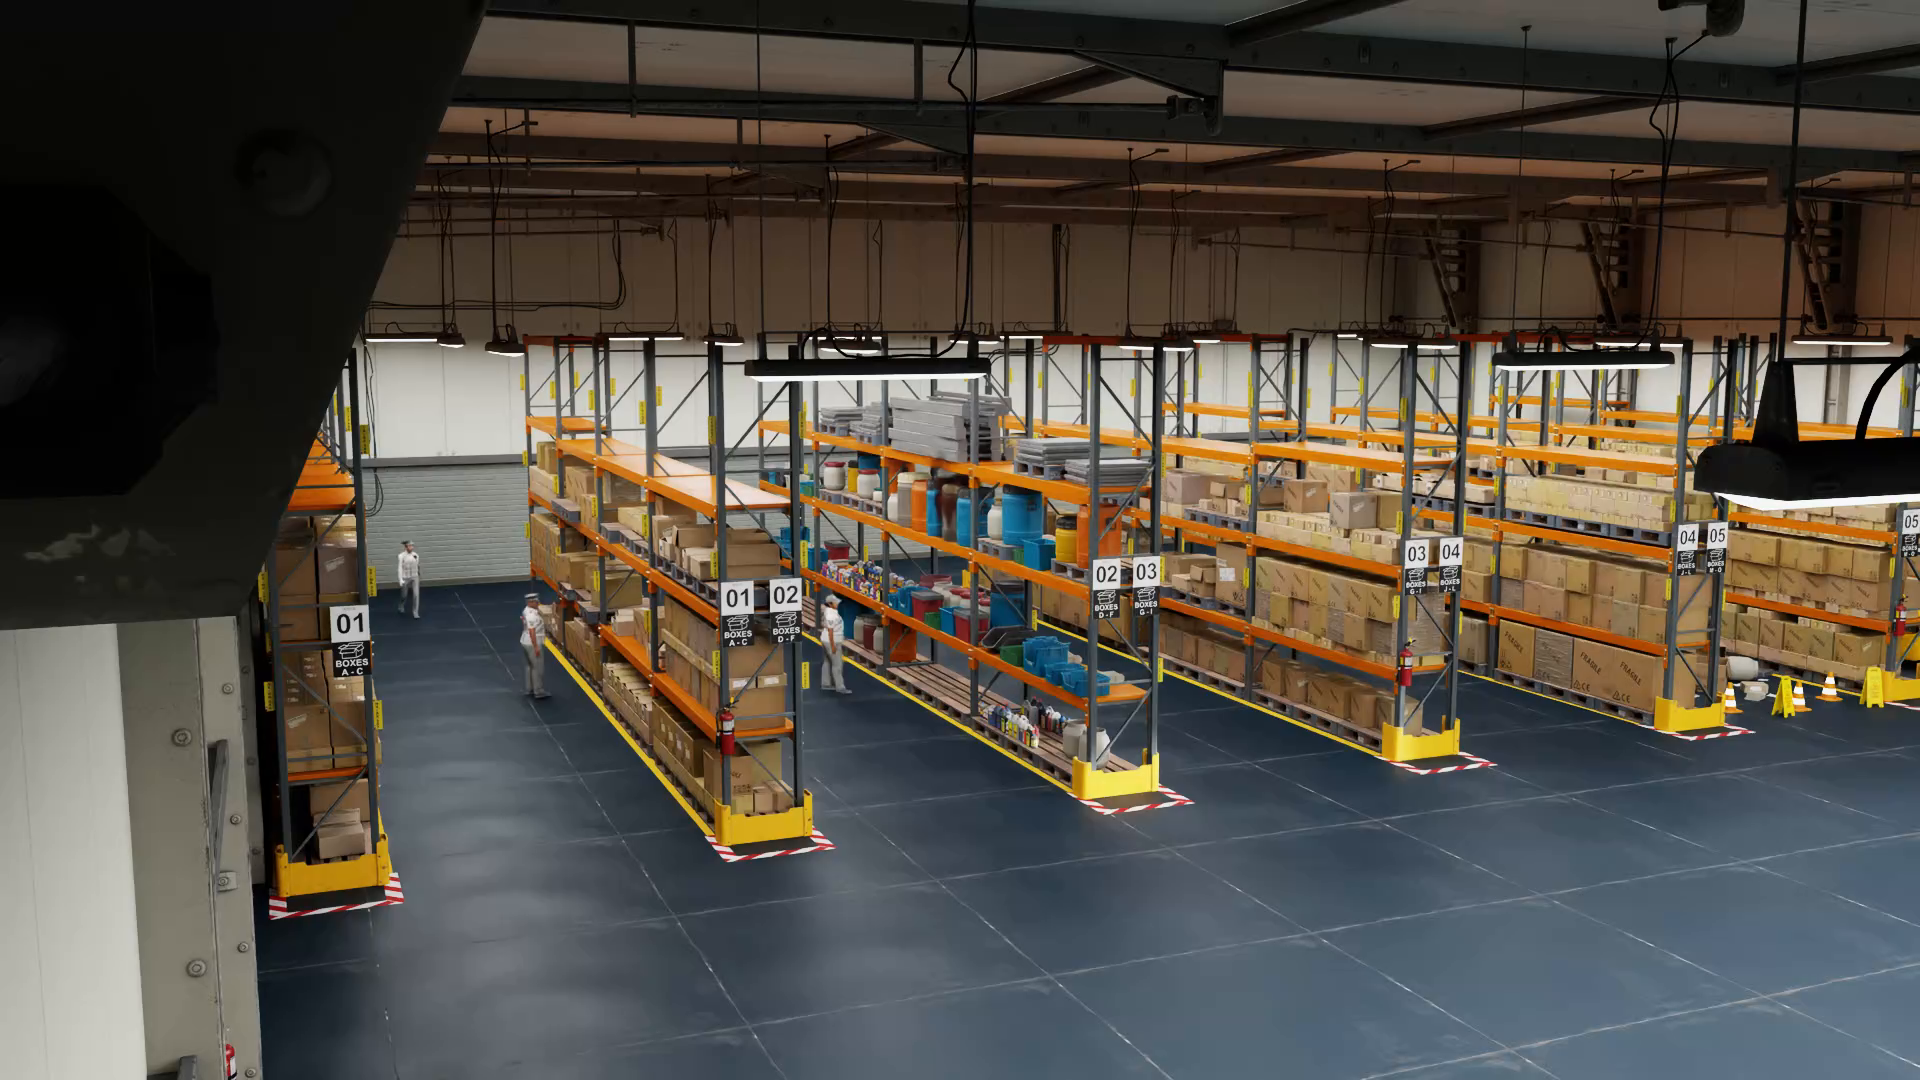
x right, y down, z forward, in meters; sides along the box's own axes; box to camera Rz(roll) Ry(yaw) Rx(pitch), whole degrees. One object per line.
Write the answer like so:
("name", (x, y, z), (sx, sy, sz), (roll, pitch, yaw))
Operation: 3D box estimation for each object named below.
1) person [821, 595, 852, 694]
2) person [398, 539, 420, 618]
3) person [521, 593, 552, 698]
("person", (-2.099, 1.759, 28.199), (0.499, 1.676, 0.504), (-1, 8, -11))
("person", (-11.716, 0.800, 35.366), (0.476, 1.658, 0.782), (-4, 9, -29))
("person", (-7.106, 1.757, 27.849), (0.461, 1.751, 0.598), (-4, 8, -26))
